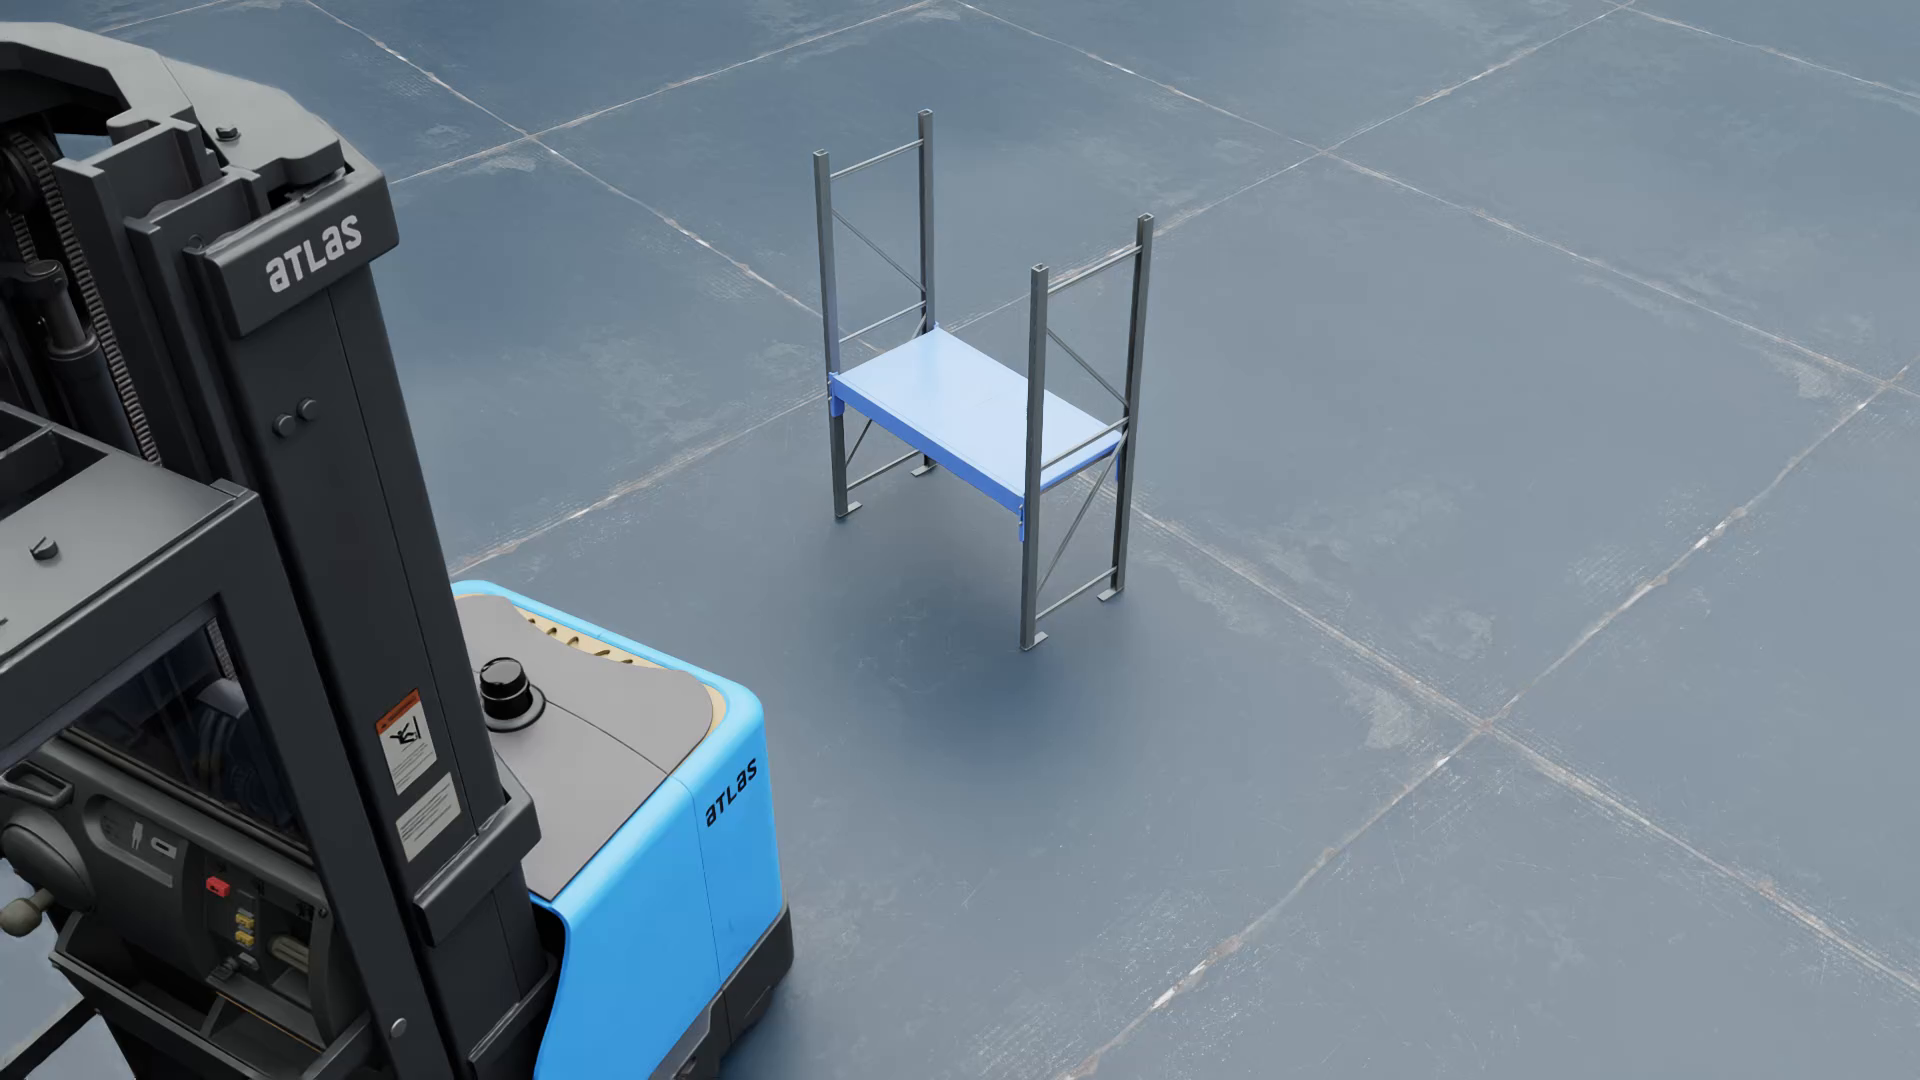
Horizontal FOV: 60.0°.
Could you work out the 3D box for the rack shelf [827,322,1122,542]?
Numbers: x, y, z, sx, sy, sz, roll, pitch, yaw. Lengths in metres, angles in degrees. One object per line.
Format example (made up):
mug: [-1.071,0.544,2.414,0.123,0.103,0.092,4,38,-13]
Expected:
rack shelf: [0.058,-0.404,5.843,0.538,0.185,1.000,-30,48,-32]

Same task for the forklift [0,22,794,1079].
forklift: [-1.622,0.735,3.007,1.130,2.935,3.031,19,43,22]

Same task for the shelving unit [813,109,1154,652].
shelving unit: [0.058,-0.544,5.730,0.538,1.500,1.048,-30,48,-32]

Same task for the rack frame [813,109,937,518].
rack frame: [-0.286,-0.779,6.021,0.500,1.500,0.032,-30,48,-32]

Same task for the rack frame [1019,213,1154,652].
rack frame: [0.402,-0.309,5.439,0.500,1.500,0.032,-30,48,-32]
